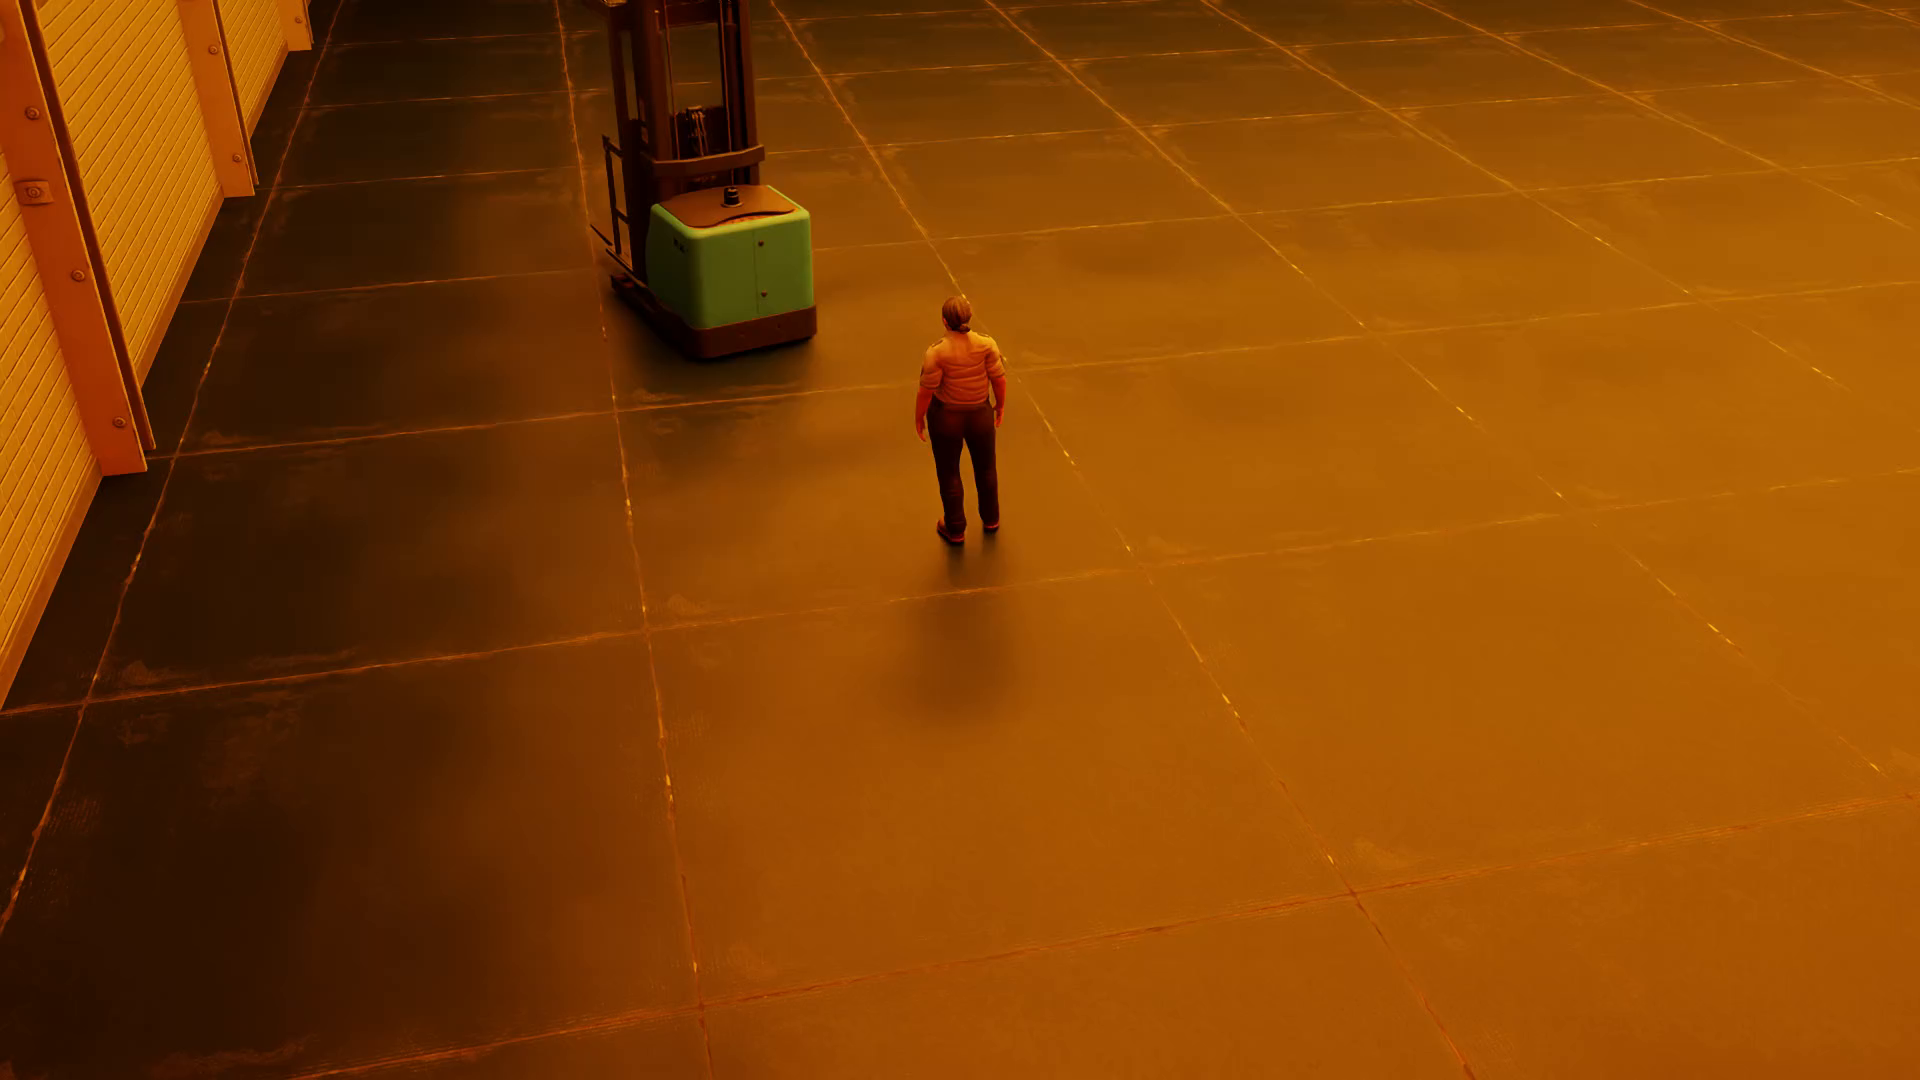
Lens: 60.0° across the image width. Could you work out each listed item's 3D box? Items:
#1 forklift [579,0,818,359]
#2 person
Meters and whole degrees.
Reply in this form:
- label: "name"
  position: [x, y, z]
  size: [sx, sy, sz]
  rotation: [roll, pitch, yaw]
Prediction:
- label: "forklift"
  position: [-2.299, -3.368, 13.392]
  size: [1.130, 2.935, 3.031]
  rotation: [-16, 34, -25]
- label: "person"
  position: [0.002, -0.761, 10.167]
  size: [0.598, 1.641, 0.502]
  rotation: [-7, 31, -12]
